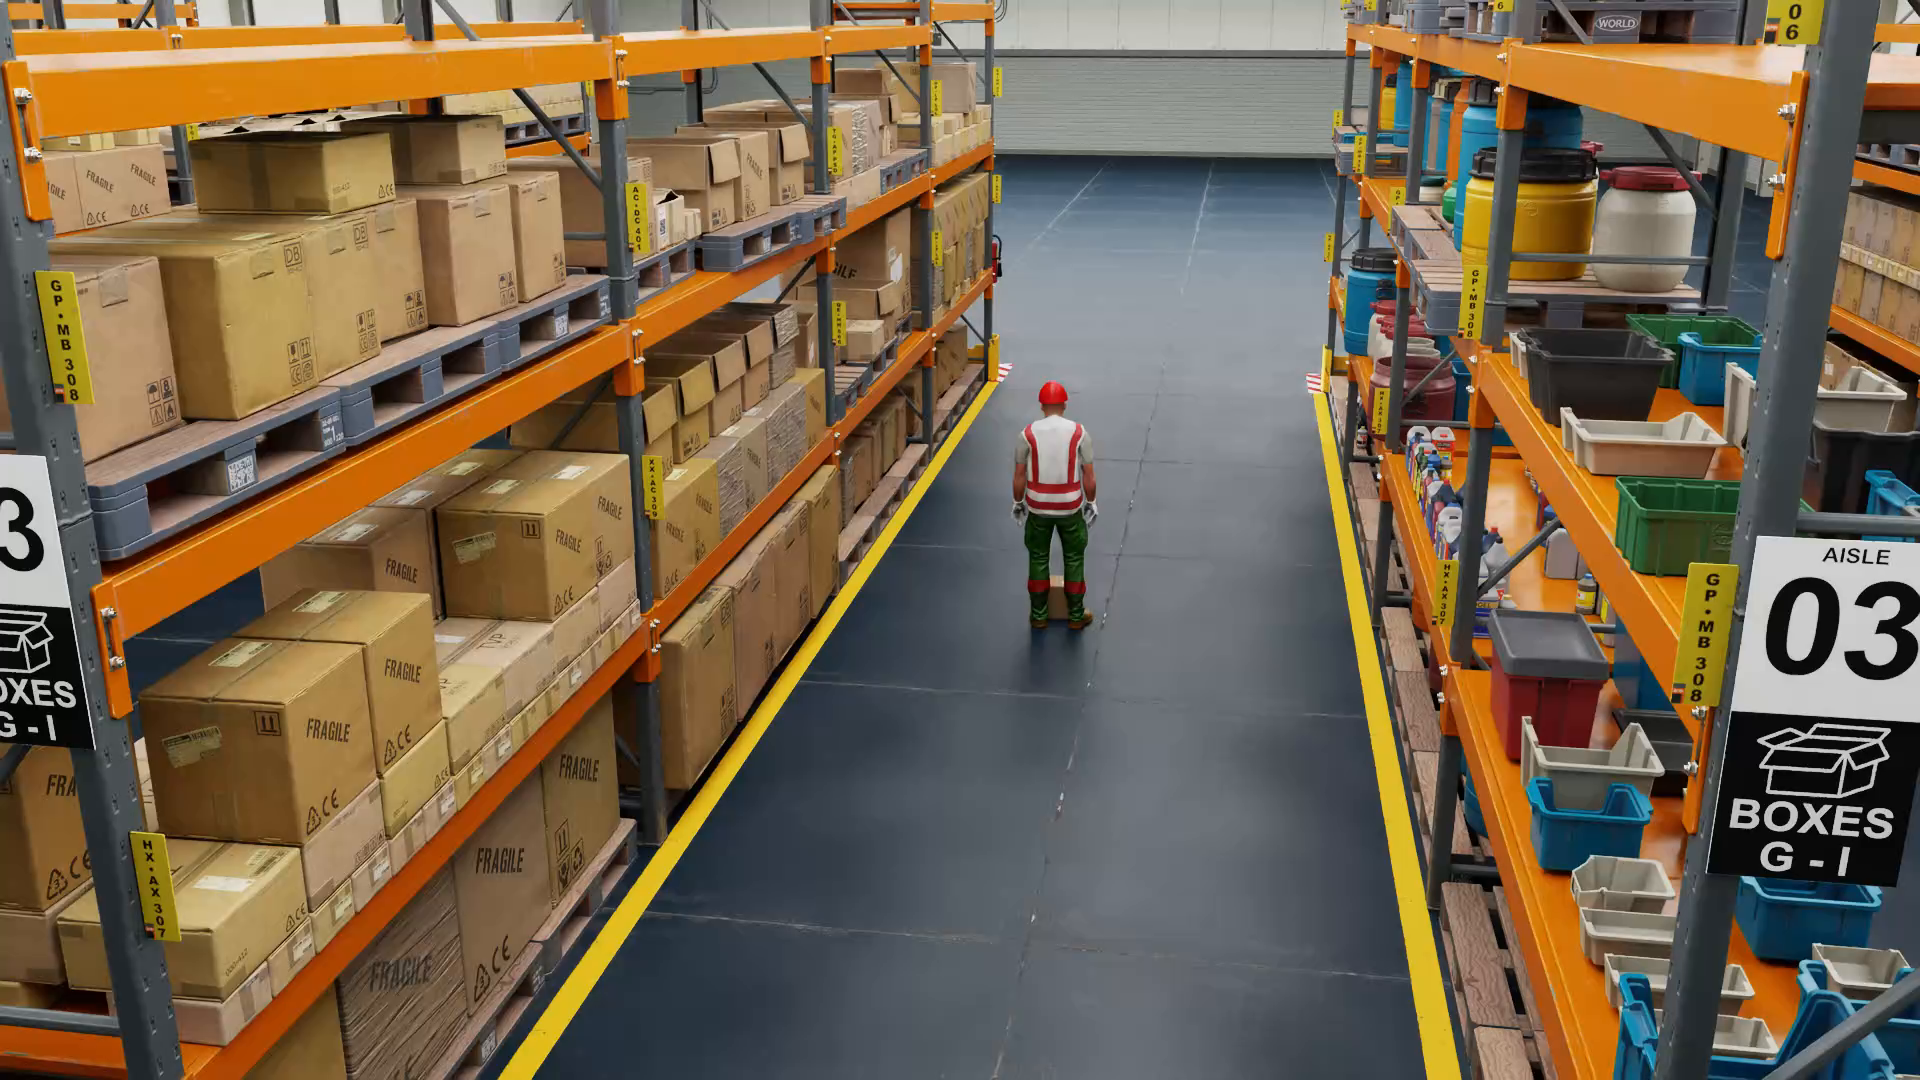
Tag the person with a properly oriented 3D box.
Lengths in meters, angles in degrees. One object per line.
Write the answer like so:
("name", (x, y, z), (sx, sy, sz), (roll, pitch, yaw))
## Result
("person", (0.670, -0.240, 11.783), (0.614, 1.778, 0.452), (2, 18, 5))
